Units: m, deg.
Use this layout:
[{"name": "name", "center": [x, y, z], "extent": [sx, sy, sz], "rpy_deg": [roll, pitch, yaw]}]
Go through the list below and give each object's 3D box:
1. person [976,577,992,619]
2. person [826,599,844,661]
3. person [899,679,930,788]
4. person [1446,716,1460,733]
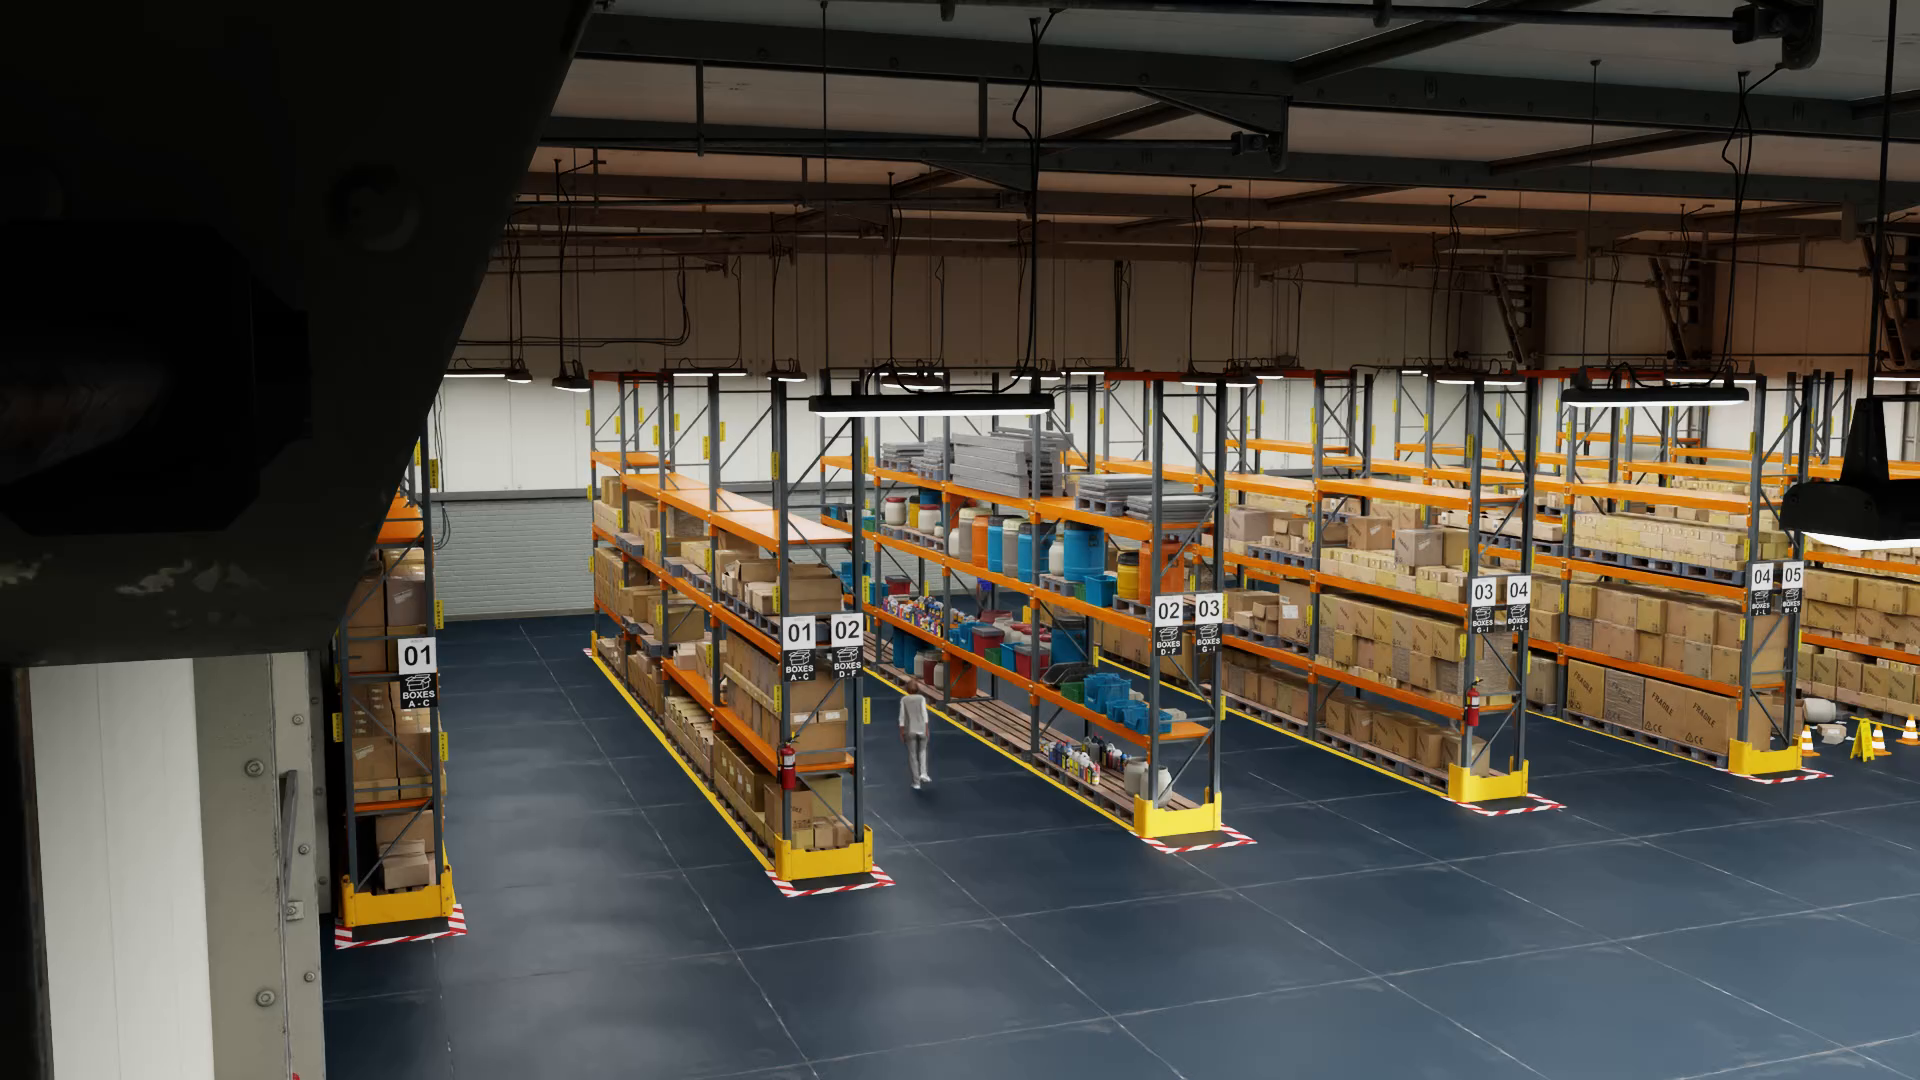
[{"name": "person", "center": [0.599, 1.276, 37.998], "extent": [0.466, 1.612, 0.862], "rpy_deg": [-1, 6, -10]}, {"name": "person", "center": [-2.725, 1.605, 34.547], "extent": [0.578, 1.718, 1.205], "rpy_deg": [1, 6, 9]}, {"name": "person", "center": [-0.661, 2.823, 24.309], "extent": [0.453, 1.586, 0.443], "rpy_deg": [-1, 6, -11]}, {"name": "person", "center": [8.217, 2.439, 27.575], "extent": [0.539, 1.697, 0.599], "rpy_deg": [0, 6, -2]}]
